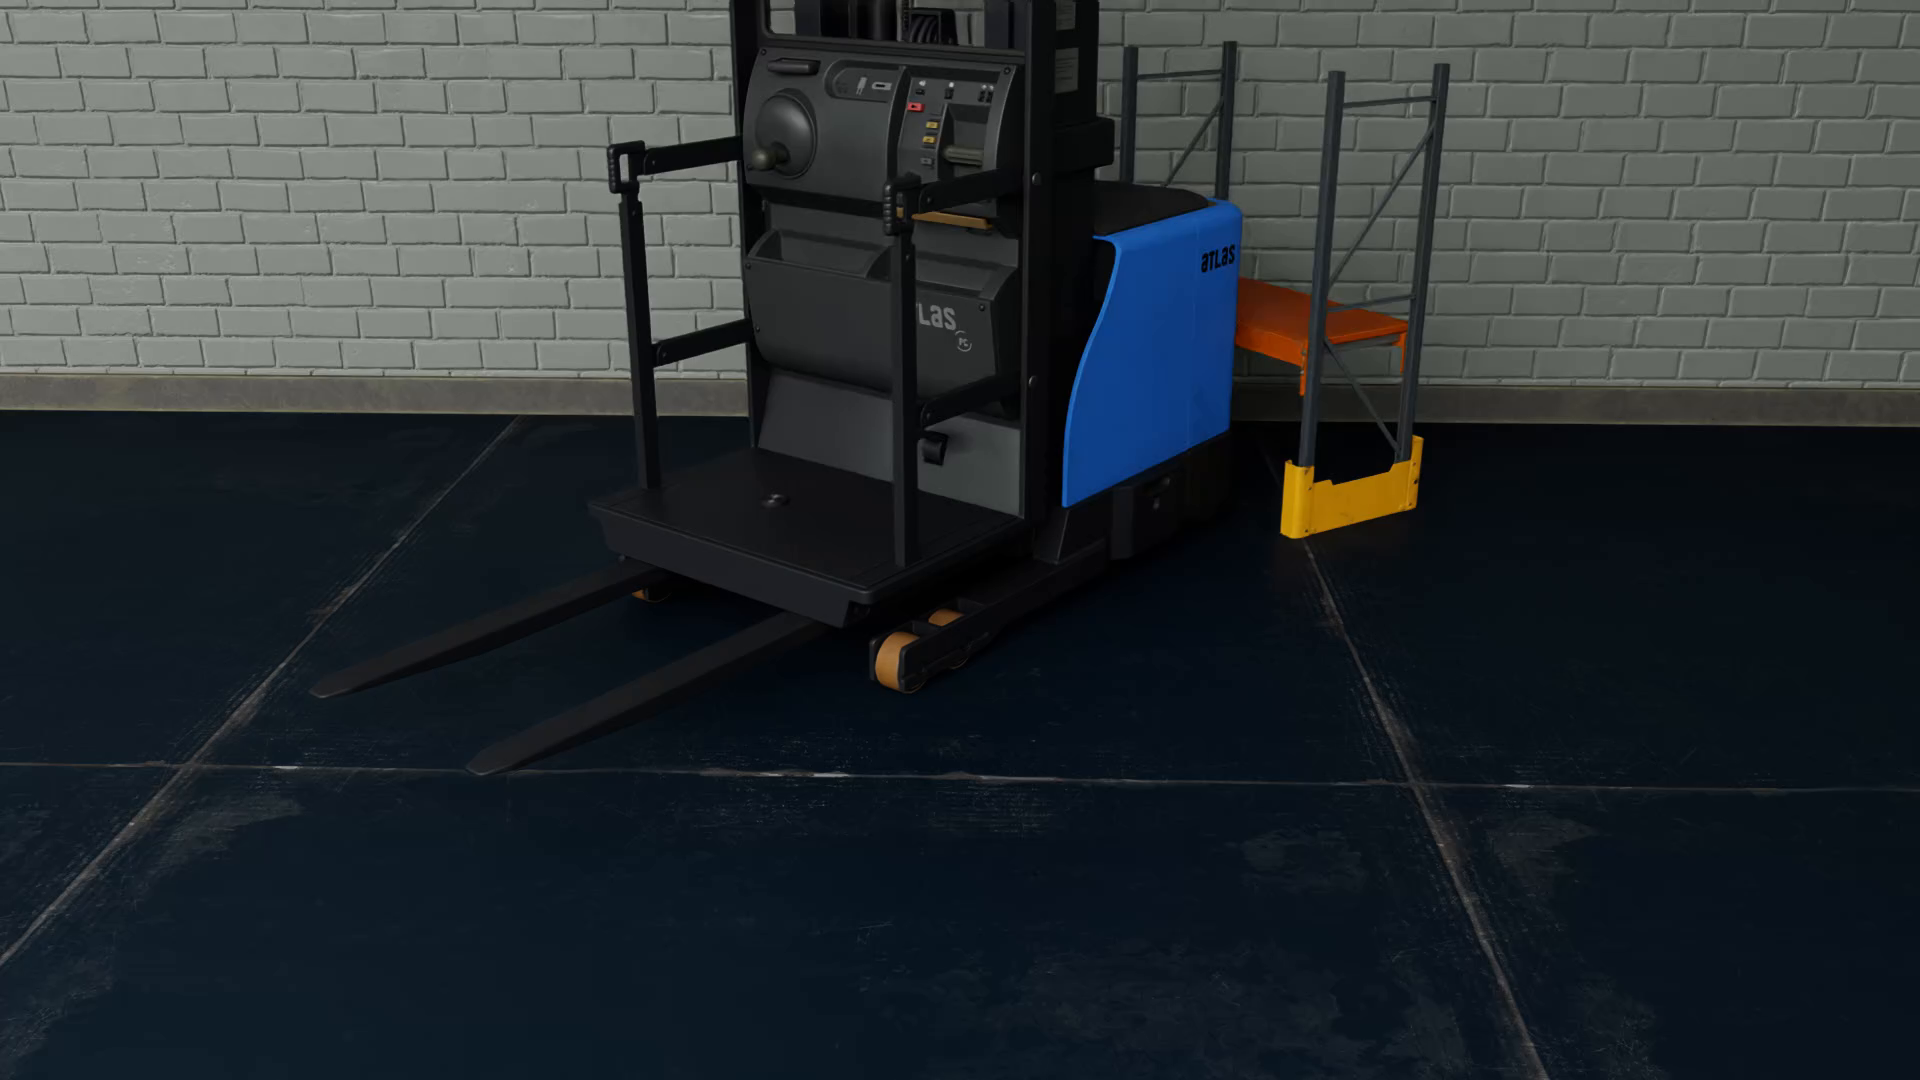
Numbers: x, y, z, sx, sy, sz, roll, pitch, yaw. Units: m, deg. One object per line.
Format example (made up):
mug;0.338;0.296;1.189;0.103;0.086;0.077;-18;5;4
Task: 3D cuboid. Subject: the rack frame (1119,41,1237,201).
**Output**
rack frame;0.795;-1.081;6.241;0.500;1.500;0.032;-13;25;-30

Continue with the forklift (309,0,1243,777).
forklift;-0.368;-1.155;4.454;1.130;2.935;3.031;16;26;35

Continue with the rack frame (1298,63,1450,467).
rack frame;1.339;-0.770;5.440;0.500;1.500;0.032;-13;25;-30

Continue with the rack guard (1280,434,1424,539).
rack guard;1.339;-0.188;5.667;0.587;0.250;0.087;-13;25;-30

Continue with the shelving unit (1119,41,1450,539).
shelving unit;1.072;-0.923;5.833;0.587;1.500;1.083;-13;25;-30

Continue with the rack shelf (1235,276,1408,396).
rack shelf;1.067;-0.758;5.906;0.538;0.185;1.000;-13;25;-30
